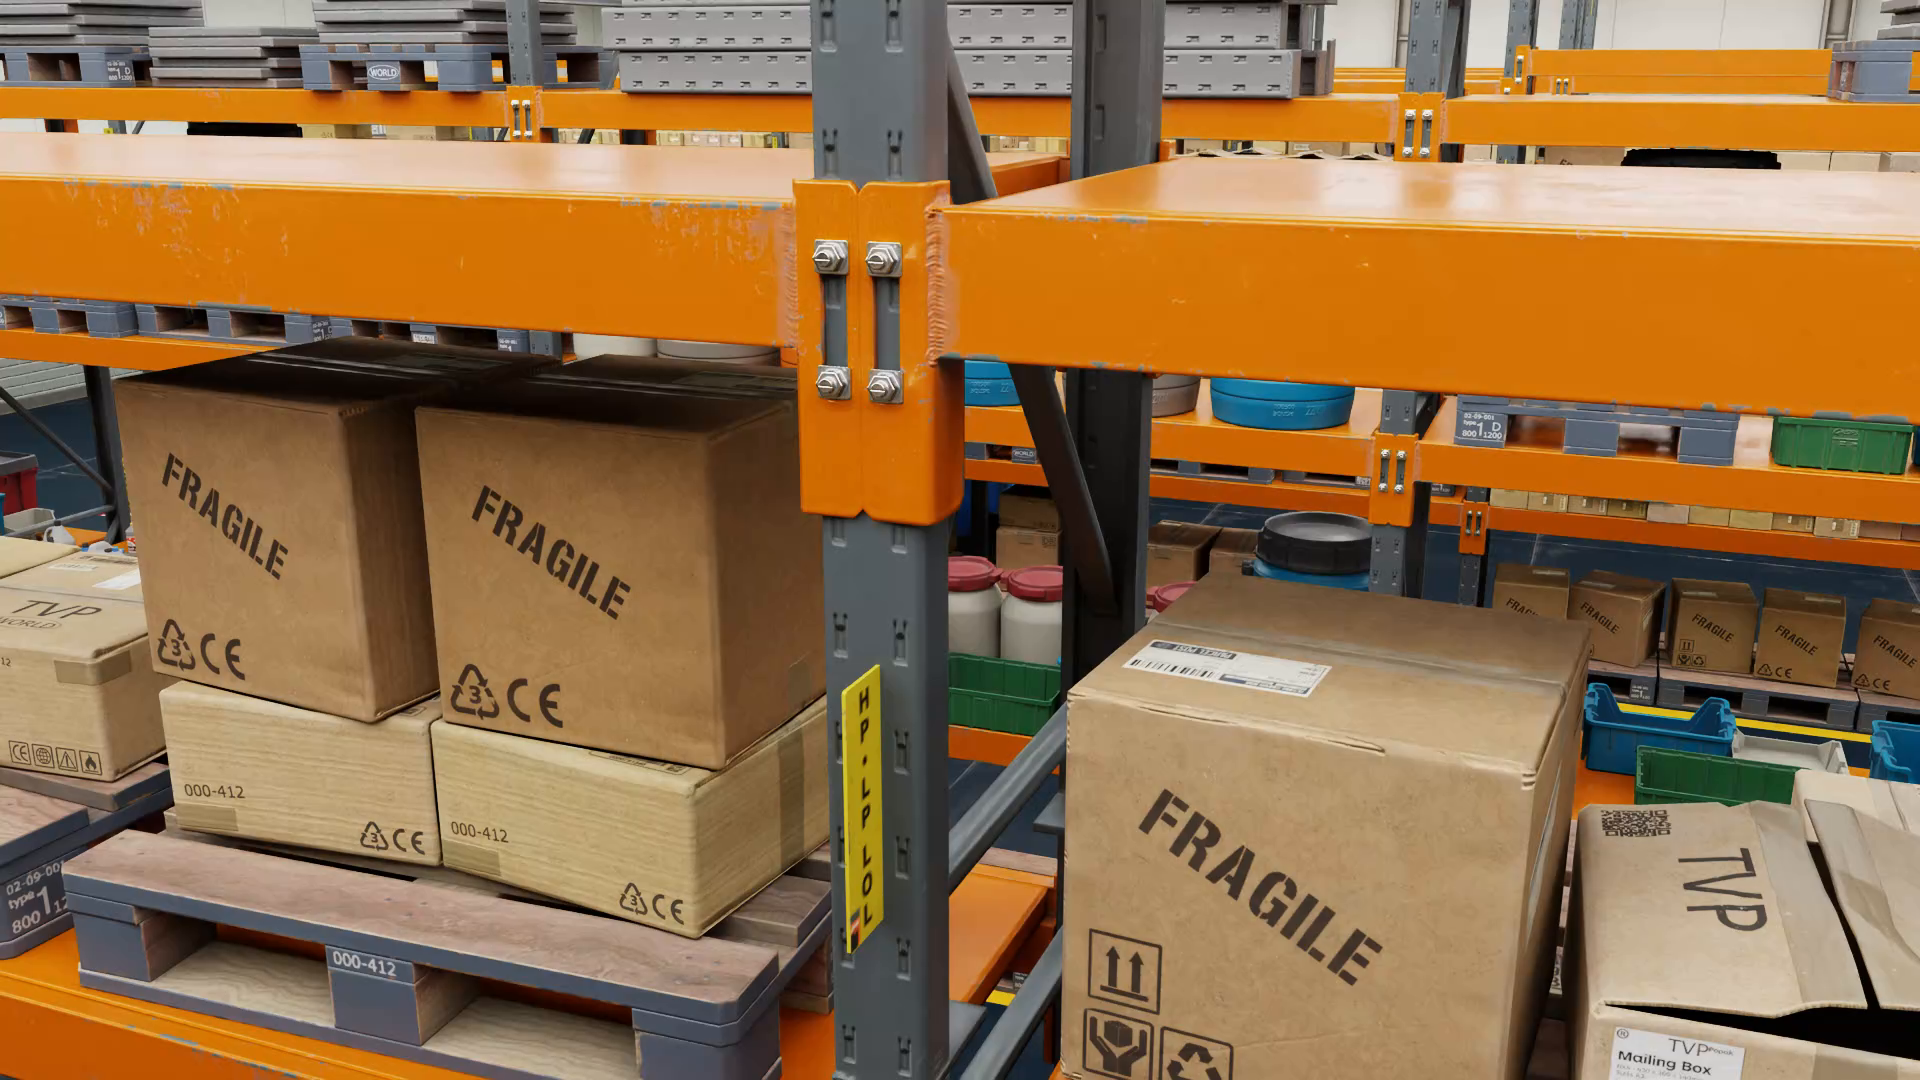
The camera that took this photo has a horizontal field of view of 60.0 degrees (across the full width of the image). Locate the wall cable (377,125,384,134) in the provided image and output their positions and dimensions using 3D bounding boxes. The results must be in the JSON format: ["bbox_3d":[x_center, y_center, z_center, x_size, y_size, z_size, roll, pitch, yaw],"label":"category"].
[{"bbox_3d":[-9.204,-7.747,25.794,0.029,3.000,0.463,6,17,21],"label":"wall cable"}]

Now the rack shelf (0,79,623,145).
[{"bbox_3d":[-3.681,-2.232,8.805,4.000,0.370,1.077,6,17,21],"label":"rack shelf"}]

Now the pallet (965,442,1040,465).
[{"bbox_3d":[0.699,-0.831,13.076,1.003,0.211,1.213,6,17,21],"label":"pallet"}]

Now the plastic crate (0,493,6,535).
[{"bbox_3d":[-6.101,-0.073,10.043,0.575,0.384,0.392,6,17,21],"label":"plastic crate"}]

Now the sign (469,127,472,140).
[{"bbox_3d":[-5.730,-4.782,19.395,0.005,0.325,0.100,6,17,21],"label":"sign"}]

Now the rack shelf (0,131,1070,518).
[{"bbox_3d":[-1.781,-0.538,2.971,4.000,0.370,1.077,6,17,21],"label":"rack shelf"}]

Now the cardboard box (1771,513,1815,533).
[{"bbox_3d":[5.457,-0.175,10.922,0.250,0.149,0.380,6,17,21],"label":"cardboard box"}]

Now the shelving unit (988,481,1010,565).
[{"bbox_3d":[0.509,-0.729,13.920,0.503,2.100,0.431,5,17,30],"label":"shelving unit"}]

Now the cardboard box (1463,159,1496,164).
[{"bbox_3d":[4.916,-3.484,15.827,0.500,0.250,0.500,6,17,21],"label":"cardboard box"}]

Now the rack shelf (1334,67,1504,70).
[{"bbox_3d":[7.312,-6.965,25.109,4.000,0.370,1.077,6,17,21],"label":"rack shelf"}]

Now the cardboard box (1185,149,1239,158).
[{"bbox_3d":[2.504,-3.761,16.671,0.500,0.311,0.500,6,17,21],"label":"cardboard box"}]

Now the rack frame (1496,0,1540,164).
[{"bbox_3d":[3.718,-3.440,10.959,0.127,3.000,1.000,6,17,21],"label":"rack frame"}]

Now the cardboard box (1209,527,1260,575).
[{"bbox_3d":[2.197,0.251,12.700,0.500,0.500,0.700,5,17,16],"label":"cardboard box"}]

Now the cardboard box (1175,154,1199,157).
[{"bbox_3d":[1.469,-2.609,12.399,0.500,0.500,0.500,7,17,22],"label":"cardboard box"}]

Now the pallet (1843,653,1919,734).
[{"bbox_3d":[6.626,1.089,11.120,1.213,0.211,1.003,6,17,21],"label":"pallet"}]

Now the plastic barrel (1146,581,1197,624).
[{"bbox_3d":[1.091,0.505,7.885,0.433,0.535,0.433,0,16,0],"label":"plastic barrel"}]

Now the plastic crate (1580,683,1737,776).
[{"bbox_3d":[3.030,0.840,7.244,0.616,0.251,0.499,6,17,21],"label":"plastic crate"}]

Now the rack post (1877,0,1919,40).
[{"bbox_3d":[3.808,-1.900,5.790,0.954,0.300,0.937,6,17,20],"label":"rack post"}]

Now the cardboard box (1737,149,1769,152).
[{"bbox_3d":[7.030,-3.532,14.745,0.250,0.149,0.380,6,17,21],"label":"cardboard box"}]

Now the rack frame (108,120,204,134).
[{"bbox_3d":[-7.445,-4.668,15.188,0.127,3.000,1.000,6,17,21],"label":"rack frame"}]

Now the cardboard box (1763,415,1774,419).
[{"bbox_3d":[5.443,-0.968,10.697,0.500,0.500,0.500,6,17,21],"label":"cardboard box"}]

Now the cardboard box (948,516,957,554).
[{"bbox_3d":[-0.637,-0.226,13.705,0.875,0.875,1.225,5,17,18],"label":"cardboard box"}]

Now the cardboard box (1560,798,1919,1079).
[{"bbox_3d":[0.954,0.518,1.860,0.500,0.311,0.500,5,17,18],"label":"cardboard box"}]

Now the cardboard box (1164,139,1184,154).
[{"bbox_3d":[2.643,-5.281,21.747,0.500,0.500,0.700,5,17,18],"label":"cardboard box"}]

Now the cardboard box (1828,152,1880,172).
[{"bbox_3d":[7.864,-3.268,14.548,0.500,0.250,0.500,6,17,20],"label":"cardboard box"}]

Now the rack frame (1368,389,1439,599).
[{"bbox_3d":[1.901,0.725,7.371,0.127,3.000,1.000,6,17,21],"label":"rack frame"}]

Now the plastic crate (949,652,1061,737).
[{"bbox_3d":[0.177,0.722,7.762,0.662,0.188,0.450,6,17,21],"label":"plastic crate"}]

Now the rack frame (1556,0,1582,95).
[{"bbox_3d":[5.632,-4.716,15.355,0.127,3.000,1.000,6,17,21],"label":"rack frame"}]

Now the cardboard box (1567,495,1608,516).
[{"bbox_3d":[4.278,-0.291,11.323,0.250,0.149,0.380,6,17,21],"label":"cardboard box"}]

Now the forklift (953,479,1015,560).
[{"bbox_3d":[-0.251,-1.567,15.392,1.130,2.935,3.031,-7,18,-23],"label":"forklift"}]

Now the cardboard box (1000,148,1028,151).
[{"bbox_3d":[0.543,-3.959,17.949,0.500,0.500,0.500,6,17,21],"label":"cardboard box"}]

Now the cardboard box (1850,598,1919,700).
[{"bbox_3d":[6.296,0.728,11.091,0.500,0.500,0.500,12,20,35],"label":"cardboard box"}]

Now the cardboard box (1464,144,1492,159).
[{"bbox_3d":[6.289,-4.775,20.452,0.500,0.250,0.500,7,17,21],"label":"cardboard box"}]

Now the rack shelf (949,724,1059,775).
[{"bbox_3d":[0.040,0.866,8.176,4.000,0.370,1.077,6,17,21],"label":"rack shelf"}]

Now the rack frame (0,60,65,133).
[{"bbox_3d":[-5.541,-2.974,9.353,0.127,3.000,1.000,6,17,21],"label":"rack frame"}]

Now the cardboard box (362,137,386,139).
[{"bbox_3d":[-5.407,-3.327,14.837,0.500,0.500,0.700,7,18,23],"label":"cardboard box"}]

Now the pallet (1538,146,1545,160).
[{"bbox_3d":[8.347,-5.853,24.992,1.217,0.209,0.805,6,17,18],"label":"pallet"}]

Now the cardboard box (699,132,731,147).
[{"bbox_3d":[-2.694,-4.453,18.486,0.250,0.149,0.380,6,17,21],"label":"cardboard box"}]

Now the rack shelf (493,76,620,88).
[{"bbox_3d":[-1.863,-3.516,13.230,4.000,0.370,1.077,6,17,21],"label":"rack shelf"}]

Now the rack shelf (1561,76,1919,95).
[{"bbox_3d":[7.493,-3.974,14.806,4.000,0.370,1.077,6,17,21],"label":"rack shelf"}]

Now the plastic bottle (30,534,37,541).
[{"bbox_3d":[-5.357,0.111,9.696,0.133,0.283,0.061,6,17,21],"label":"plastic bottle"}]

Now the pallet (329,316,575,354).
[{"bbox_3d":[-2.496,-1.137,8.745,1.213,0.211,1.003,6,17,21],"label":"pallet"}]

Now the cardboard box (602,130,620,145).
[{"bbox_3d":[-3.879,-4.604,19.006,0.250,0.149,0.380,7,18,23],"label":"cardboard box"}]

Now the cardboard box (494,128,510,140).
[{"bbox_3d":[-5.313,-4.771,19.579,0.250,0.149,0.380,6,17,20],"label":"cardboard box"}]

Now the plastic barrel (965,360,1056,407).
[{"bbox_3d":[0.131,-1.085,7.329,0.708,0.901,0.600,6,17,21],"label":"plastic barrel"}]

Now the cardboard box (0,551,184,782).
[{"bbox_3d":[-1.676,0.228,3.220,0.500,0.250,0.500,5,17,16],"label":"cardboard box"}]
